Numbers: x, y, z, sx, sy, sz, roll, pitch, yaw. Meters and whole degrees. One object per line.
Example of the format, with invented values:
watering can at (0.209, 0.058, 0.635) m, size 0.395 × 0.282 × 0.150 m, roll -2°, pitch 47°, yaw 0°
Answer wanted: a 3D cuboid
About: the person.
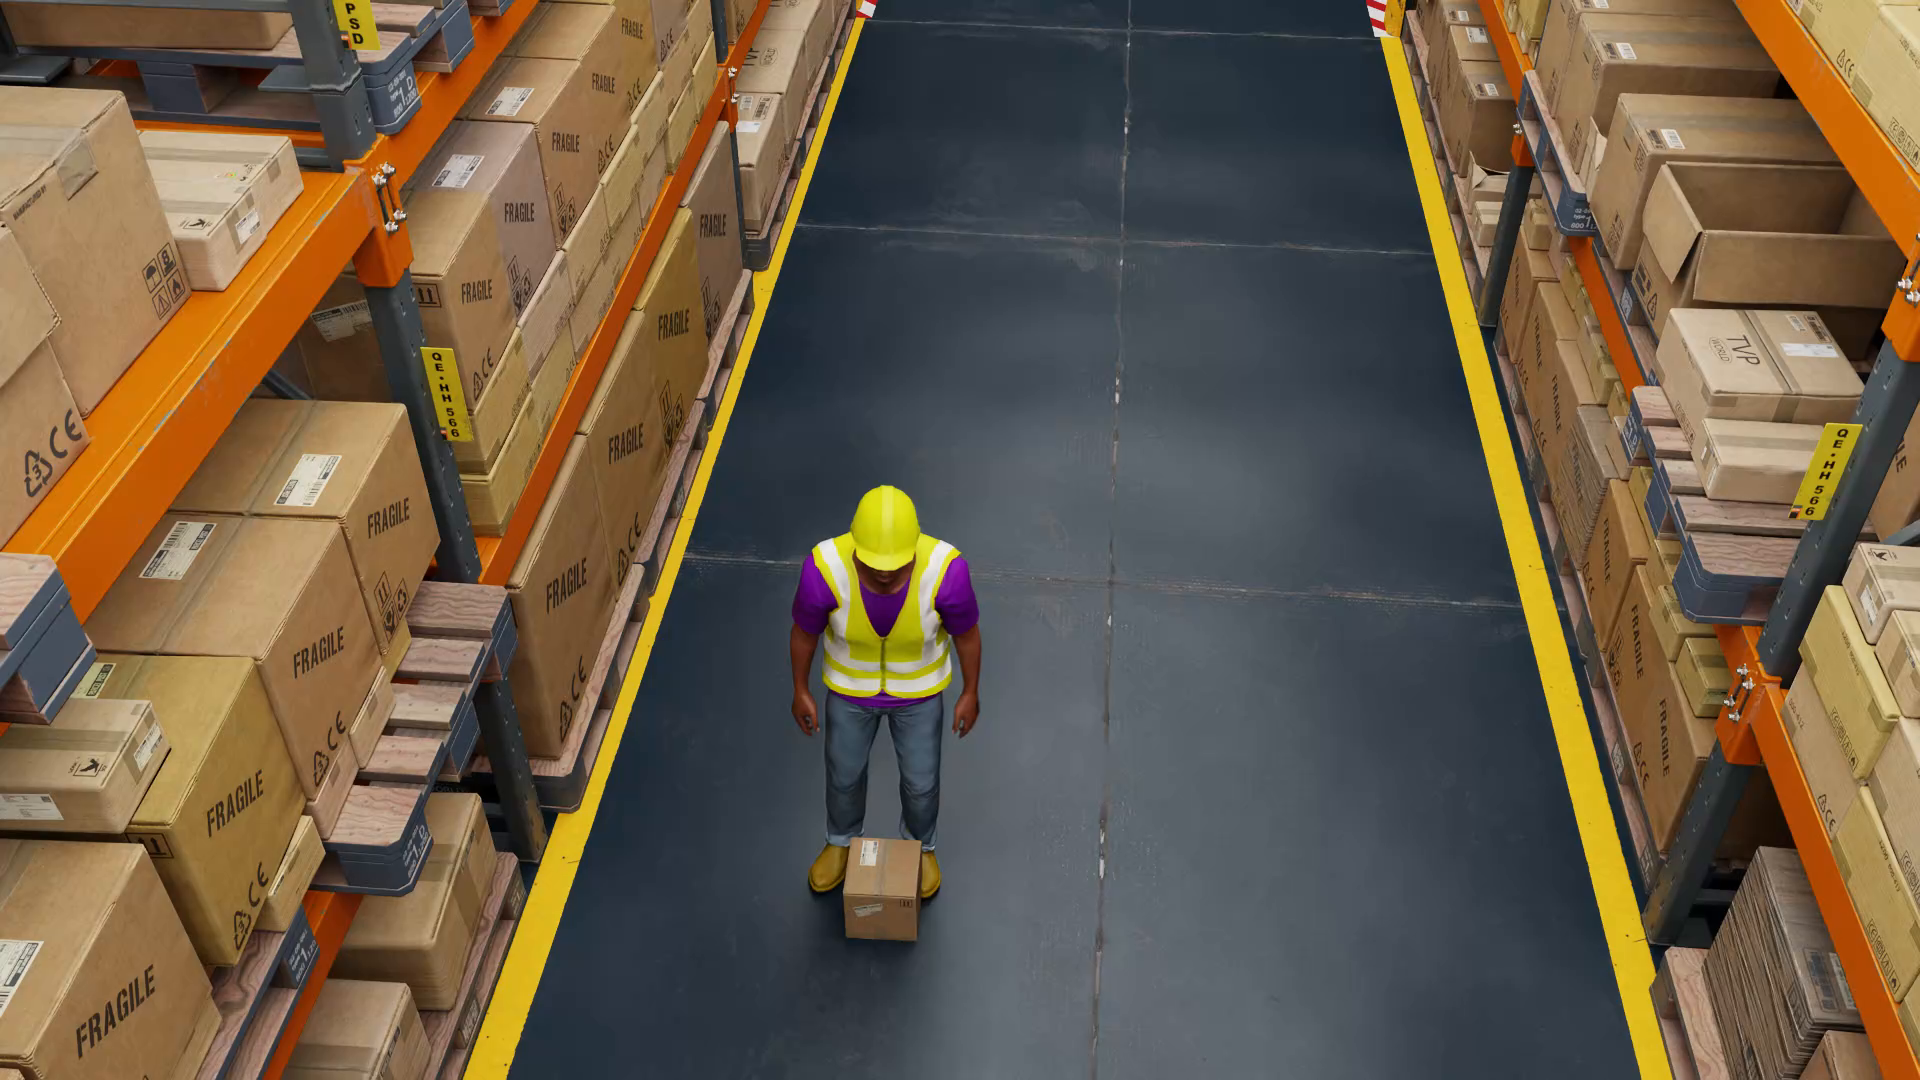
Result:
person at (-0.247, 0.505, 5.537) m, size 0.634 × 1.759 × 0.460 m, roll 1°, pitch 40°, yaw 1°
